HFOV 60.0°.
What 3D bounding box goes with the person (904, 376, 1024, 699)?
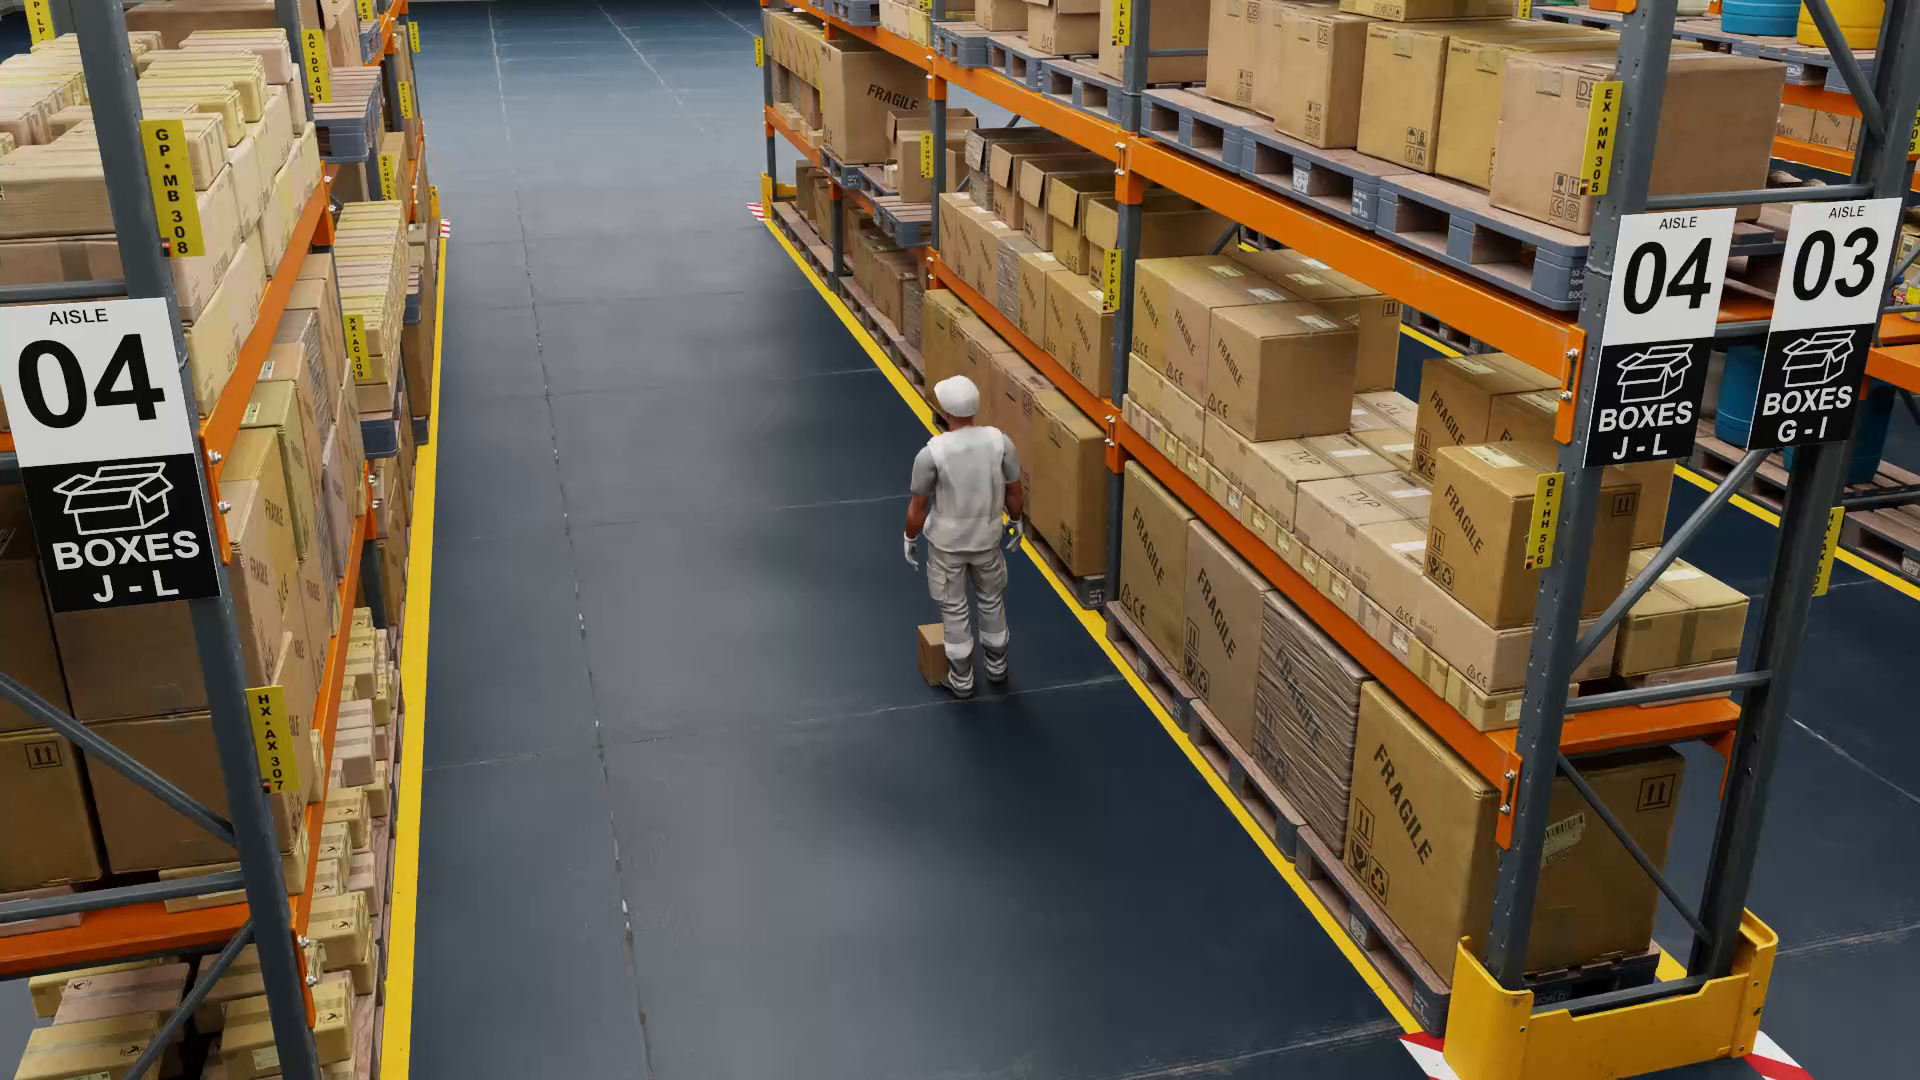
[{"bbox_3d":[0.008,-0.032,8.614,0.637,1.790,0.562,-6,23,-14],"label":"person"}]
